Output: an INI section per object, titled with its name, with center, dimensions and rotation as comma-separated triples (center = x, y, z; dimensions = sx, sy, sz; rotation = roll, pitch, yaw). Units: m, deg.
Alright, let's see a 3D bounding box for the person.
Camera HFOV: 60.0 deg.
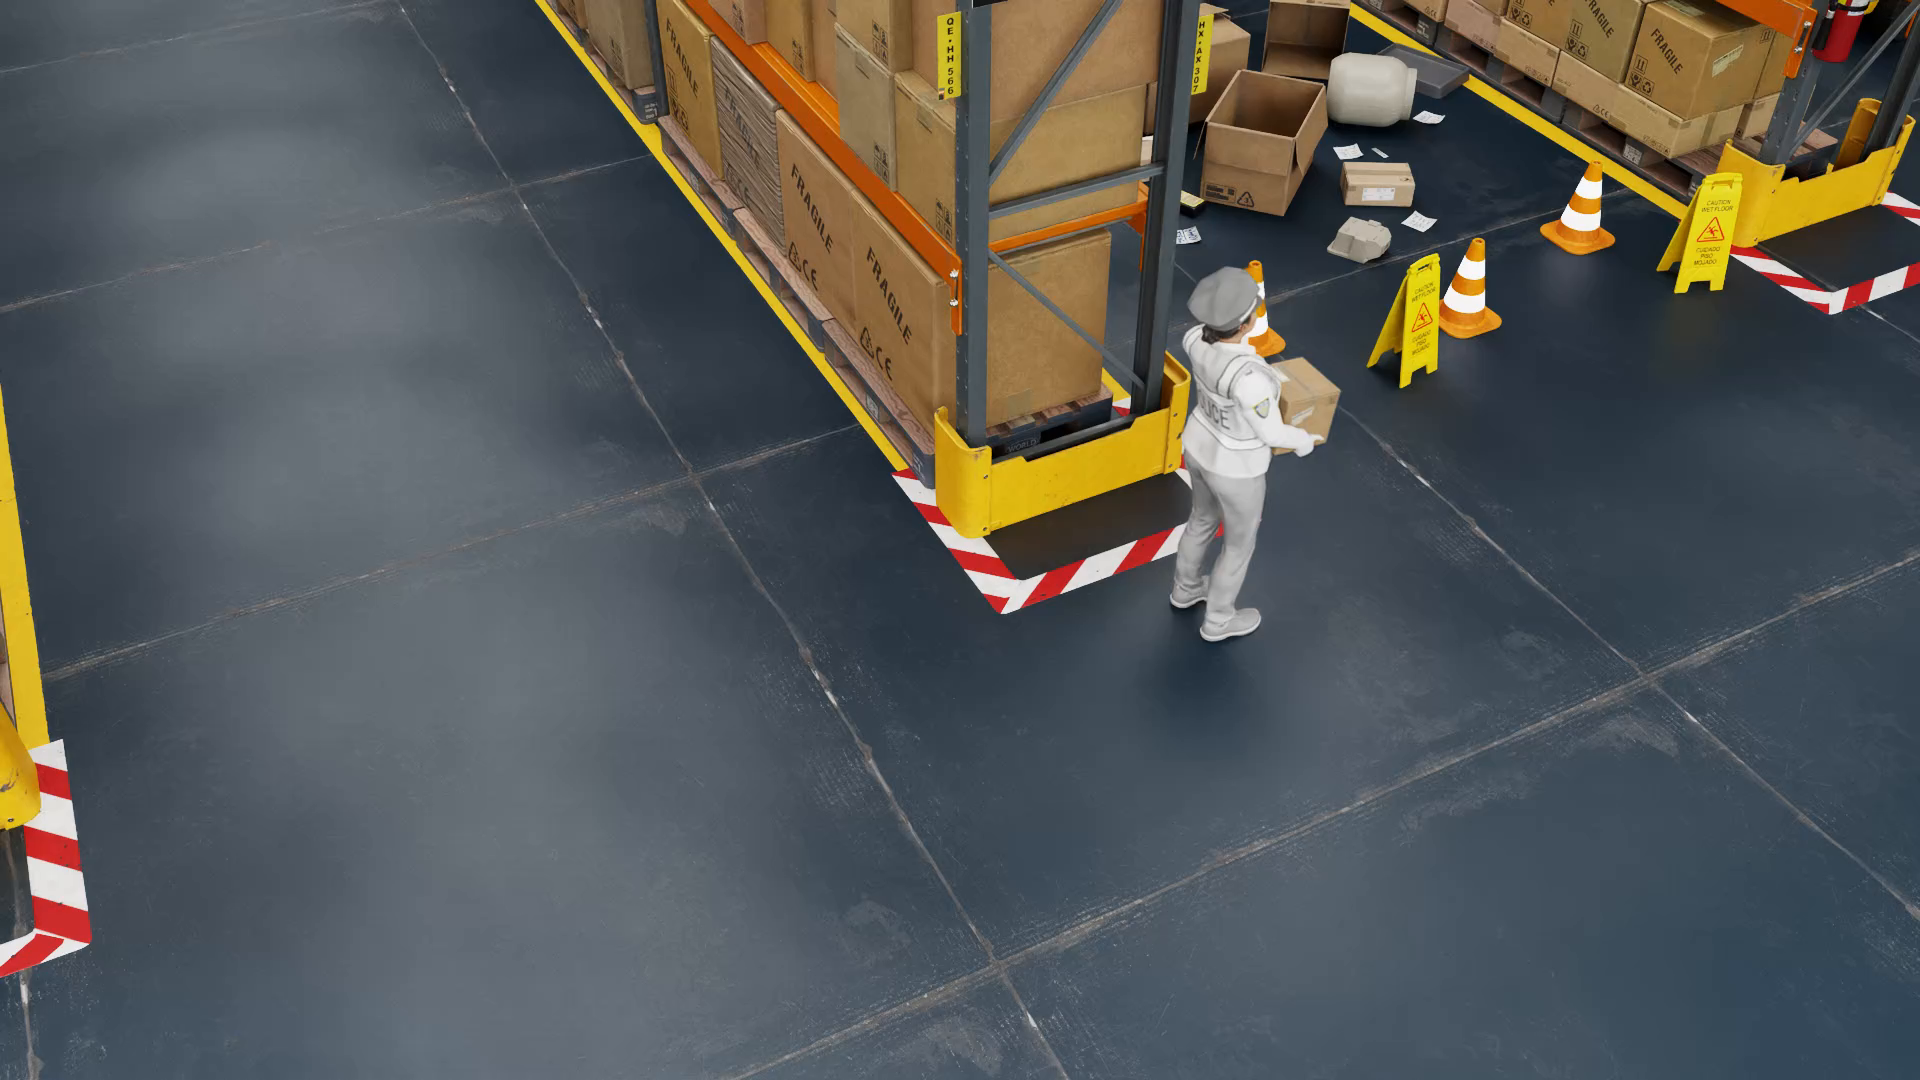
[person]
center = 1.102, -0.342, 6.525
dimensions = 0.562, 1.687, 0.461
rotation = -19, 45, -20
